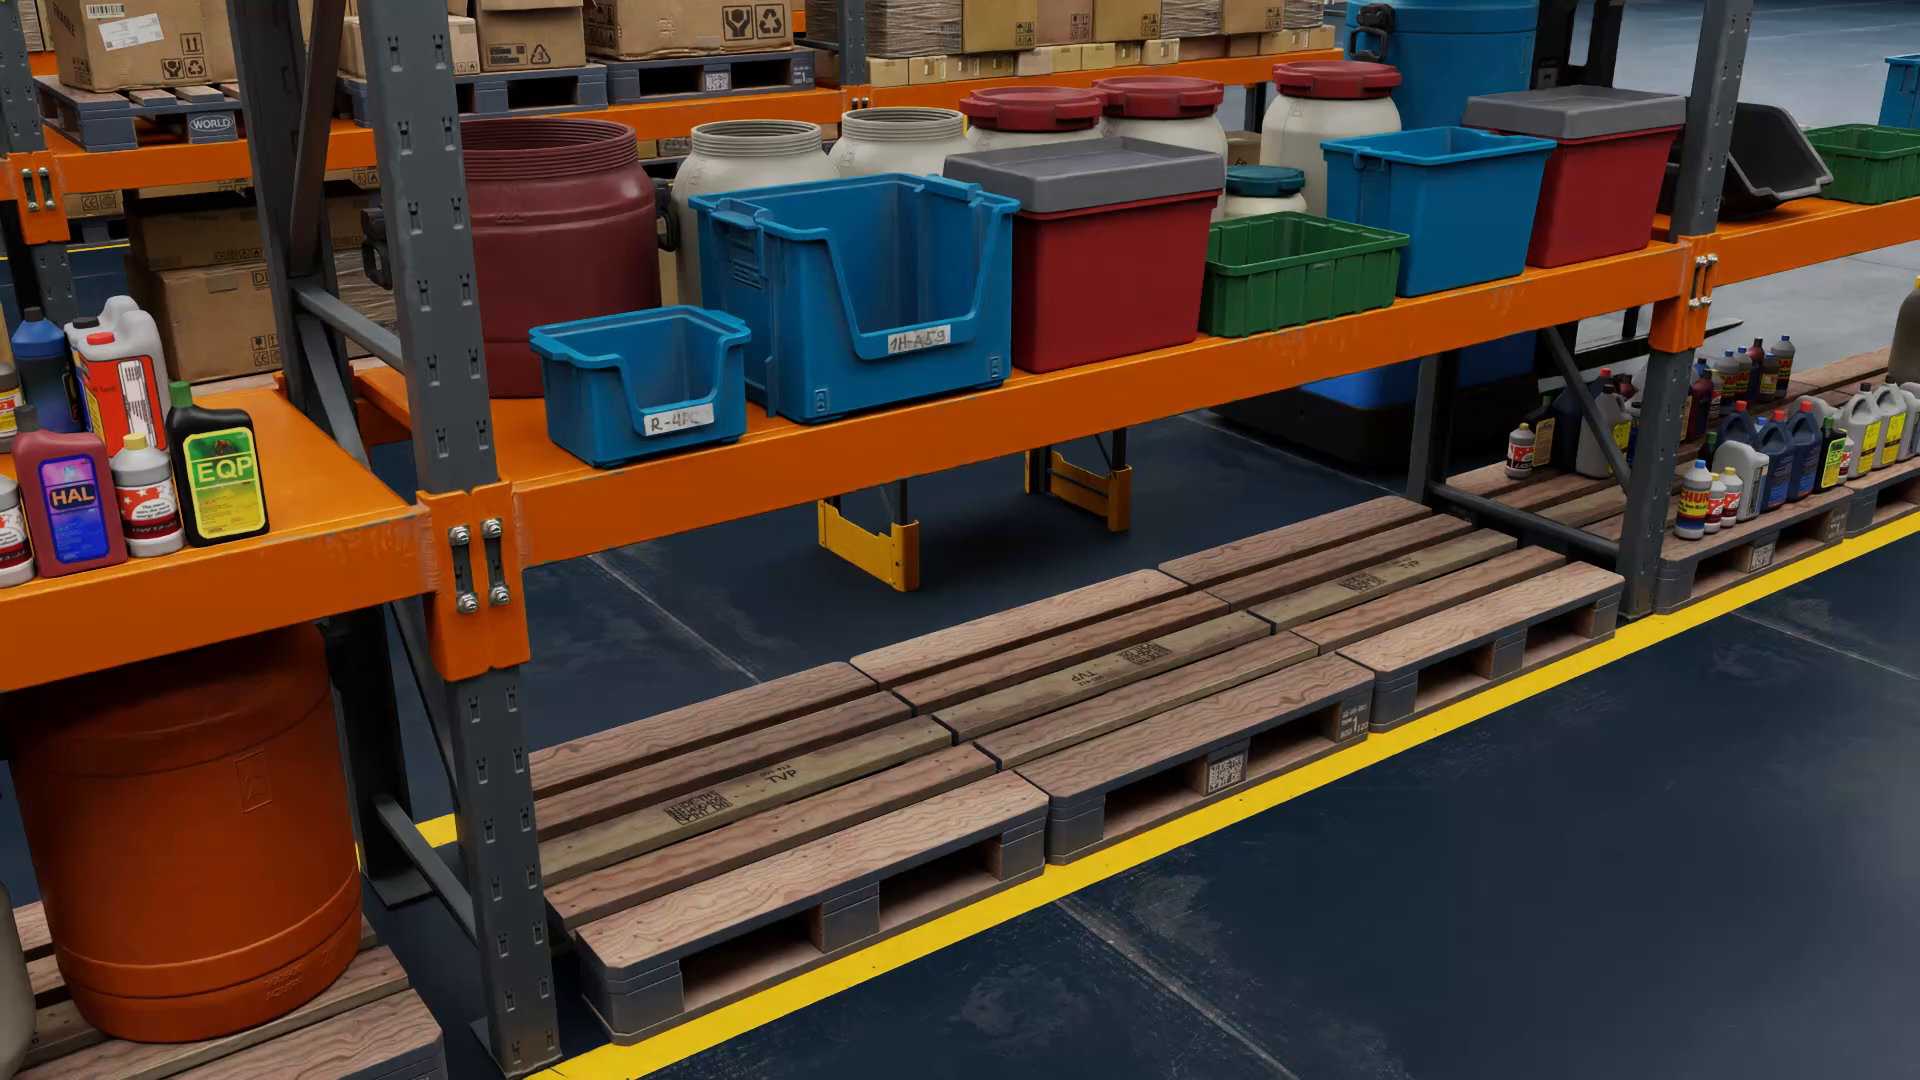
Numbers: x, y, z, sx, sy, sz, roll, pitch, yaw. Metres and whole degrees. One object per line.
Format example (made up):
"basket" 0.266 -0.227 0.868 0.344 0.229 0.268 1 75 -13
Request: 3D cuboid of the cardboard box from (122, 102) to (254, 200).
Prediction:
"cardboard box" -5.650 -2.857 11.977 0.750 0.750 1.050 -14 26 -32

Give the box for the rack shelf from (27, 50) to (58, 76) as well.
"rack shelf" -5.281 -3.510 12.117 4.000 0.370 1.077 -15 26 -33

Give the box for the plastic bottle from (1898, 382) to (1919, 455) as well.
"plastic bottle" 3.842 -0.503 6.690 0.135 0.276 0.152 -15 26 -32

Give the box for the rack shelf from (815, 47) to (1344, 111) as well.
"rack shelf" 0.781 -2.862 10.492 4.000 0.370 1.077 -15 26 -33

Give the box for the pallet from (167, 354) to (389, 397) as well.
"pallet" -3.454 -0.771 8.044 1.213 0.211 1.003 -15 26 -33

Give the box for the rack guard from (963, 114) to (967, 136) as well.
"rack guard" -0.391 -3.987 15.715 0.348 0.500 1.175 -15 26 -33

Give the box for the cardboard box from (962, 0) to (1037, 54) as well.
"cardboard box" -0.015 -3.124 9.643 0.500 0.500 0.875 -15 26 -33

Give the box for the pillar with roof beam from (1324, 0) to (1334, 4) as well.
"pillar with roof beam" 9.749 -13.611 28.364 0.400 9.000 9.100 -15 26 -33

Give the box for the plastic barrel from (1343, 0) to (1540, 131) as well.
"plastic barrel" 1.559 -1.514 5.466 0.708 0.901 0.600 -15 26 -33

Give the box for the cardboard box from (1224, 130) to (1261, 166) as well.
"cardboard box" 1.888 -2.533 11.503 0.500 0.500 0.500 -10 24 -23

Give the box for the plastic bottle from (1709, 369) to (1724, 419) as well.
"plastic bottle" 3.203 -0.628 7.104 0.097 0.201 0.097 0 22 0

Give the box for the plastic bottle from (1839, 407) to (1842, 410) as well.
"plastic bottle" 3.491 -0.428 6.603 0.097 0.201 0.097 0 22 0

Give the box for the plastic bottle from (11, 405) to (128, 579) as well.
"plastic bottle" -1.464 -0.087 2.726 0.133 0.283 0.061 -15 26 -33

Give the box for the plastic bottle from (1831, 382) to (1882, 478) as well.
"plastic bottle" 3.446 -0.430 6.407 0.185 0.351 0.144 -15 26 -33

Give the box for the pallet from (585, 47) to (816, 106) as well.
"pallet" -1.548 -2.553 9.005 1.213 0.211 1.003 -15 26 -33

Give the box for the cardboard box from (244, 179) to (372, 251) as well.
"cardboard box" -3.139 -1.561 8.029 0.500 0.250 0.500 -12 25 -27

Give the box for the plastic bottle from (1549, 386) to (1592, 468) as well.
"plastic bottle" 2.404 -0.473 6.516 0.185 0.351 0.144 -16 27 -34

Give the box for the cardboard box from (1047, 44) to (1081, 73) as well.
"cardboard box" 0.508 -2.881 9.907 0.250 0.149 0.380 -15 26 -33

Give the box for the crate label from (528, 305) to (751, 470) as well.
"crate label" -0.636 -0.308 3.347 0.416 0.233 0.303 -15 26 -33

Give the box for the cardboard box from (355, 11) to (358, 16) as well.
"cardboard box" -2.894 -2.472 8.160 0.258 0.266 0.396 -16 27 -34

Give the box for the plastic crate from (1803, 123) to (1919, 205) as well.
"plastic crate" 3.317 -1.384 6.103 0.662 0.188 0.450 -15 26 -33

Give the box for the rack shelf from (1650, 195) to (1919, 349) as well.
"rack shelf" 3.673 -1.372 6.758 4.000 0.370 1.077 -15 26 -33

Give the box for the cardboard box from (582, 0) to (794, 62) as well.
"cardboard box" -1.569 -3.107 8.760 1.000 1.000 1.000 -15 26 -33

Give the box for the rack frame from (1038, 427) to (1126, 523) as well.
"rack frame" 0.482 -0.825 6.440 0.032 1.500 0.500 -15 26 -33

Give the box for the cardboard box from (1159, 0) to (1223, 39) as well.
"cardboard box" 1.175 -3.463 10.492 0.500 0.500 0.875 -15 26 -33

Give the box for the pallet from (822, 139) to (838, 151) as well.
"pallet" -1.014 -3.651 15.262 1.213 0.211 1.003 -15 26 -33

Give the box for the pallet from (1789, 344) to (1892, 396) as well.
"pallet" 4.600 -0.639 7.713 1.213 0.211 1.003 -15 26 -33

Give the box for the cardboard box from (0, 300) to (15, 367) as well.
"cardboard box" -4.662 -0.963 7.062 0.875 0.875 1.225 -16 27 -35

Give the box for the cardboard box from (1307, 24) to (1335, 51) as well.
"cardboard box" 2.293 -3.389 11.180 0.250 0.149 0.380 -15 26 -33

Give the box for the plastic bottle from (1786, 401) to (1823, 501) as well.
"plastic bottle" 3.101 -0.338 6.177 0.185 0.351 0.144 -16 27 -35

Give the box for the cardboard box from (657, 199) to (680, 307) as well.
"cardboard box" -1.752 -1.583 9.095 0.500 0.500 0.700 -15 26 -33

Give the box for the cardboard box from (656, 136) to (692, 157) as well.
"cardboard box" -2.376 -3.797 14.165 0.875 0.875 0.875 -15 26 -32

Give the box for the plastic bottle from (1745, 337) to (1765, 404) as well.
"plastic bottle" 3.449 -0.740 7.274 0.133 0.283 0.061 -14 26 -32

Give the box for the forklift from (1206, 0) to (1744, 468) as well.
"forklift" 2.645 -2.078 7.649 3.031 2.935 1.130 -14 26 -32

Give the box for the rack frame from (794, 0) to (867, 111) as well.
"rack frame" -0.843 -2.763 9.274 0.127 3.000 1.000 -15 26 -33

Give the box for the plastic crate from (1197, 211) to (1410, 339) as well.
"plastic crate" 0.801 -0.713 4.422 0.662 0.188 0.450 -15 26 -33

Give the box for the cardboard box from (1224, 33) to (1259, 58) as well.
"cardboard box" 1.705 -3.216 10.747 0.250 0.149 0.380 -15 26 -33

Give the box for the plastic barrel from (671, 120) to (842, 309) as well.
"plastic barrel" -0.487 -0.746 4.069 0.421 0.512 0.421 0 22 0

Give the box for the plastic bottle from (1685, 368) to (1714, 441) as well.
"plastic bottle" 3.019 -0.556 6.813 0.133 0.283 0.061 -15 26 -33

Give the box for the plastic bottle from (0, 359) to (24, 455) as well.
"plastic bottle" -1.926 -0.281 3.321 0.097 0.201 0.097 0 22 0

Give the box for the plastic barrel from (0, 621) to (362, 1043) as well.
"plastic barrel" -1.584 0.516 3.416 0.708 0.830 0.600 -15 26 -33

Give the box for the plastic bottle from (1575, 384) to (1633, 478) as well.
"plastic bottle" 2.489 -0.430 6.407 0.185 0.351 0.144 -15 26 -33

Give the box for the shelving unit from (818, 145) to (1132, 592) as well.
"shelving unit" 0.062 -0.713 6.160 1.083 1.500 0.587 -15 26 -33

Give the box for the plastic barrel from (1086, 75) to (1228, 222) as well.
"plastic barrel" 0.550 -1.037 4.763 0.433 0.535 0.433 0 22 0

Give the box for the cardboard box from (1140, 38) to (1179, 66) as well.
"cardboard box" 1.137 -3.032 10.287 0.250 0.149 0.380 -15 26 -33

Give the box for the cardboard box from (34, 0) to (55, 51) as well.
"cardboard box" -5.971 -3.585 11.198 0.500 0.500 0.500 -15 26 -33

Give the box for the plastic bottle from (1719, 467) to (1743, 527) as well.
"plastic bottle" 2.730 -0.159 5.930 0.097 0.201 0.097 0 22 0

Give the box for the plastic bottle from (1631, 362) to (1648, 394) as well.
"plastic bottle" 2.822 -0.585 6.795 0.185 0.351 0.144 -15 26 -33

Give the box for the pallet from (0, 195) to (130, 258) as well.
"pallet" -6.220 -2.265 11.786 1.213 0.211 1.003 -15 26 -33

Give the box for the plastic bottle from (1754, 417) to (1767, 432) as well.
"plastic bottle" 2.995 -0.328 6.259 0.097 0.271 0.097 0 22 0

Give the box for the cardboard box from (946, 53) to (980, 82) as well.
"cardboard box" -0.095 -2.715 9.493 0.250 0.149 0.380 -15 26 -33

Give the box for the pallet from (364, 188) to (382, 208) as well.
"pallet" -4.240 -2.793 13.110 1.213 0.211 1.003 -15 26 -33
